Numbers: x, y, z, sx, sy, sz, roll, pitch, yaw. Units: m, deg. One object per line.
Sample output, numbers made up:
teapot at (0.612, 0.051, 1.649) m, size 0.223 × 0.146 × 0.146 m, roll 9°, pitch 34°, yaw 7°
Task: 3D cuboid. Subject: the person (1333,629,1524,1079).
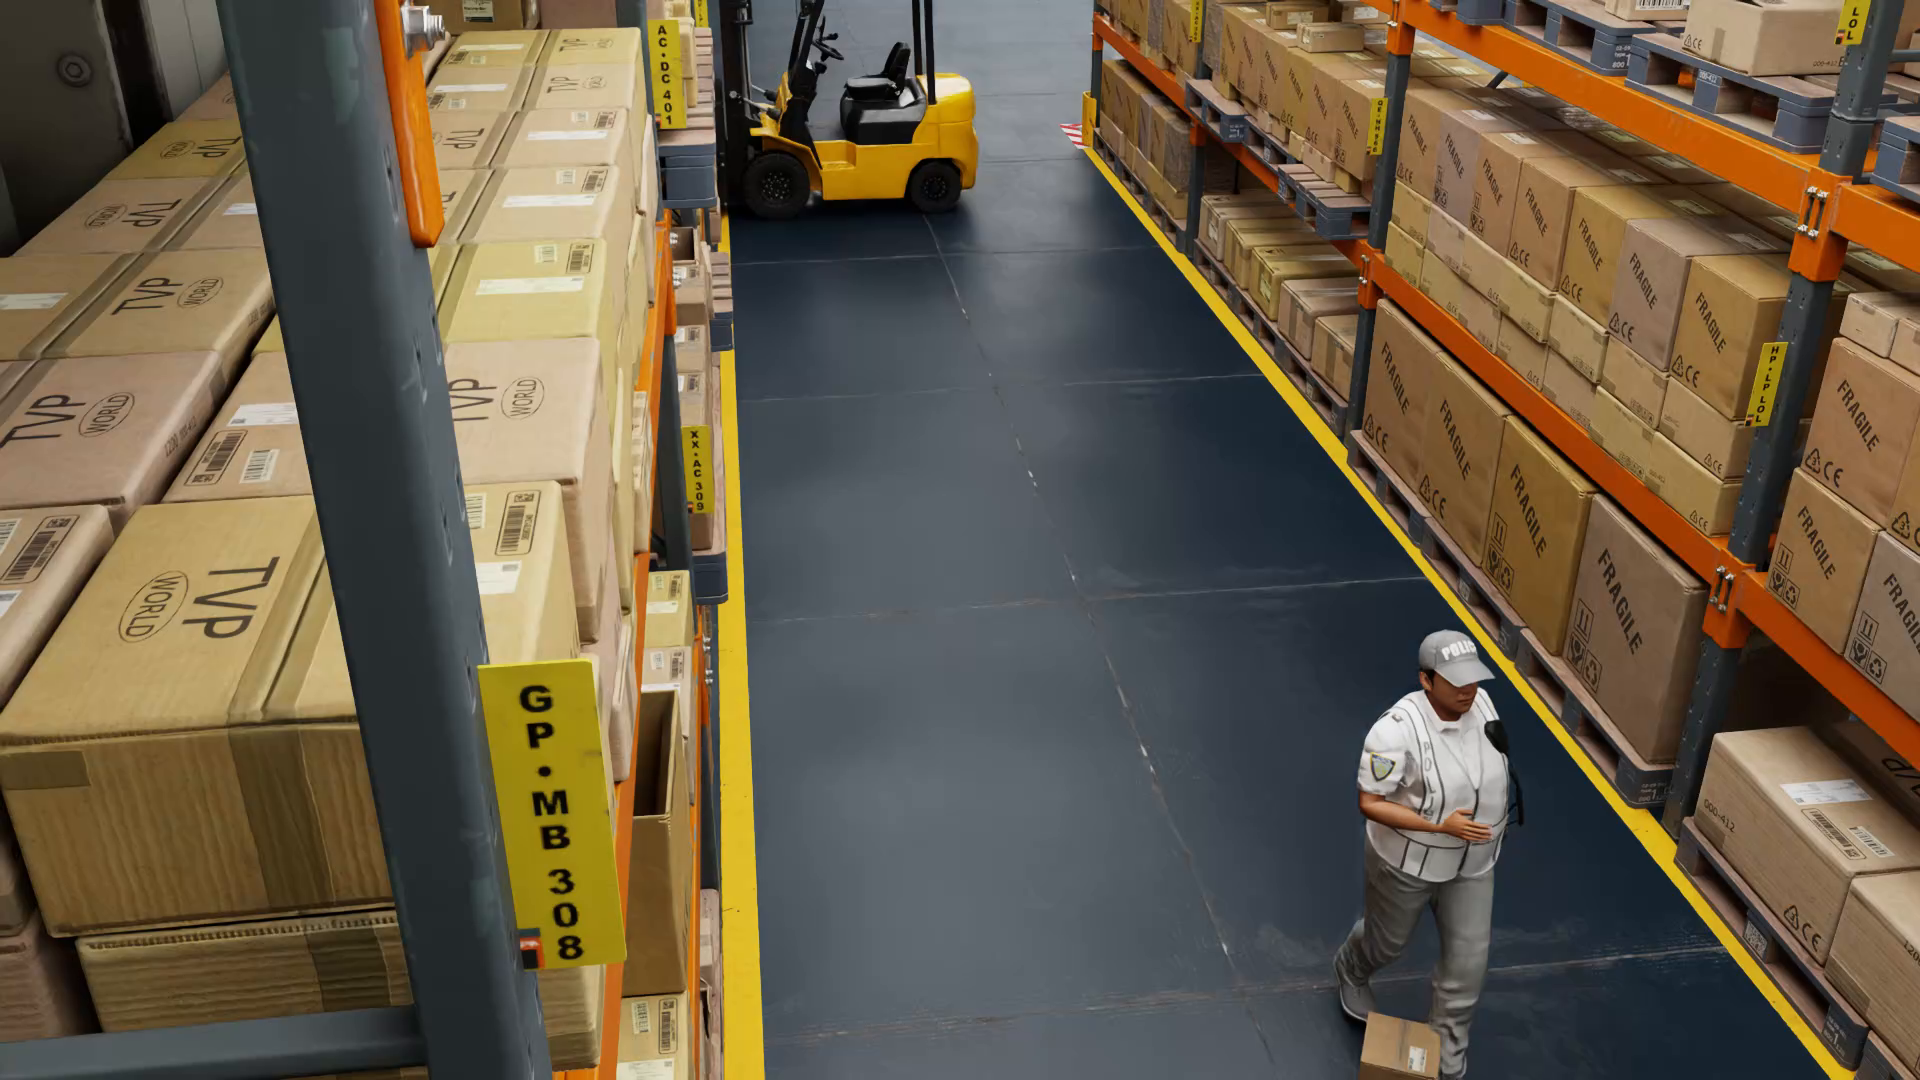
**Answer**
person at (1.581, 1.075, 5.514) m, size 0.602 × 1.680 × 0.777 m, roll -7°, pitch 28°, yaw -13°
